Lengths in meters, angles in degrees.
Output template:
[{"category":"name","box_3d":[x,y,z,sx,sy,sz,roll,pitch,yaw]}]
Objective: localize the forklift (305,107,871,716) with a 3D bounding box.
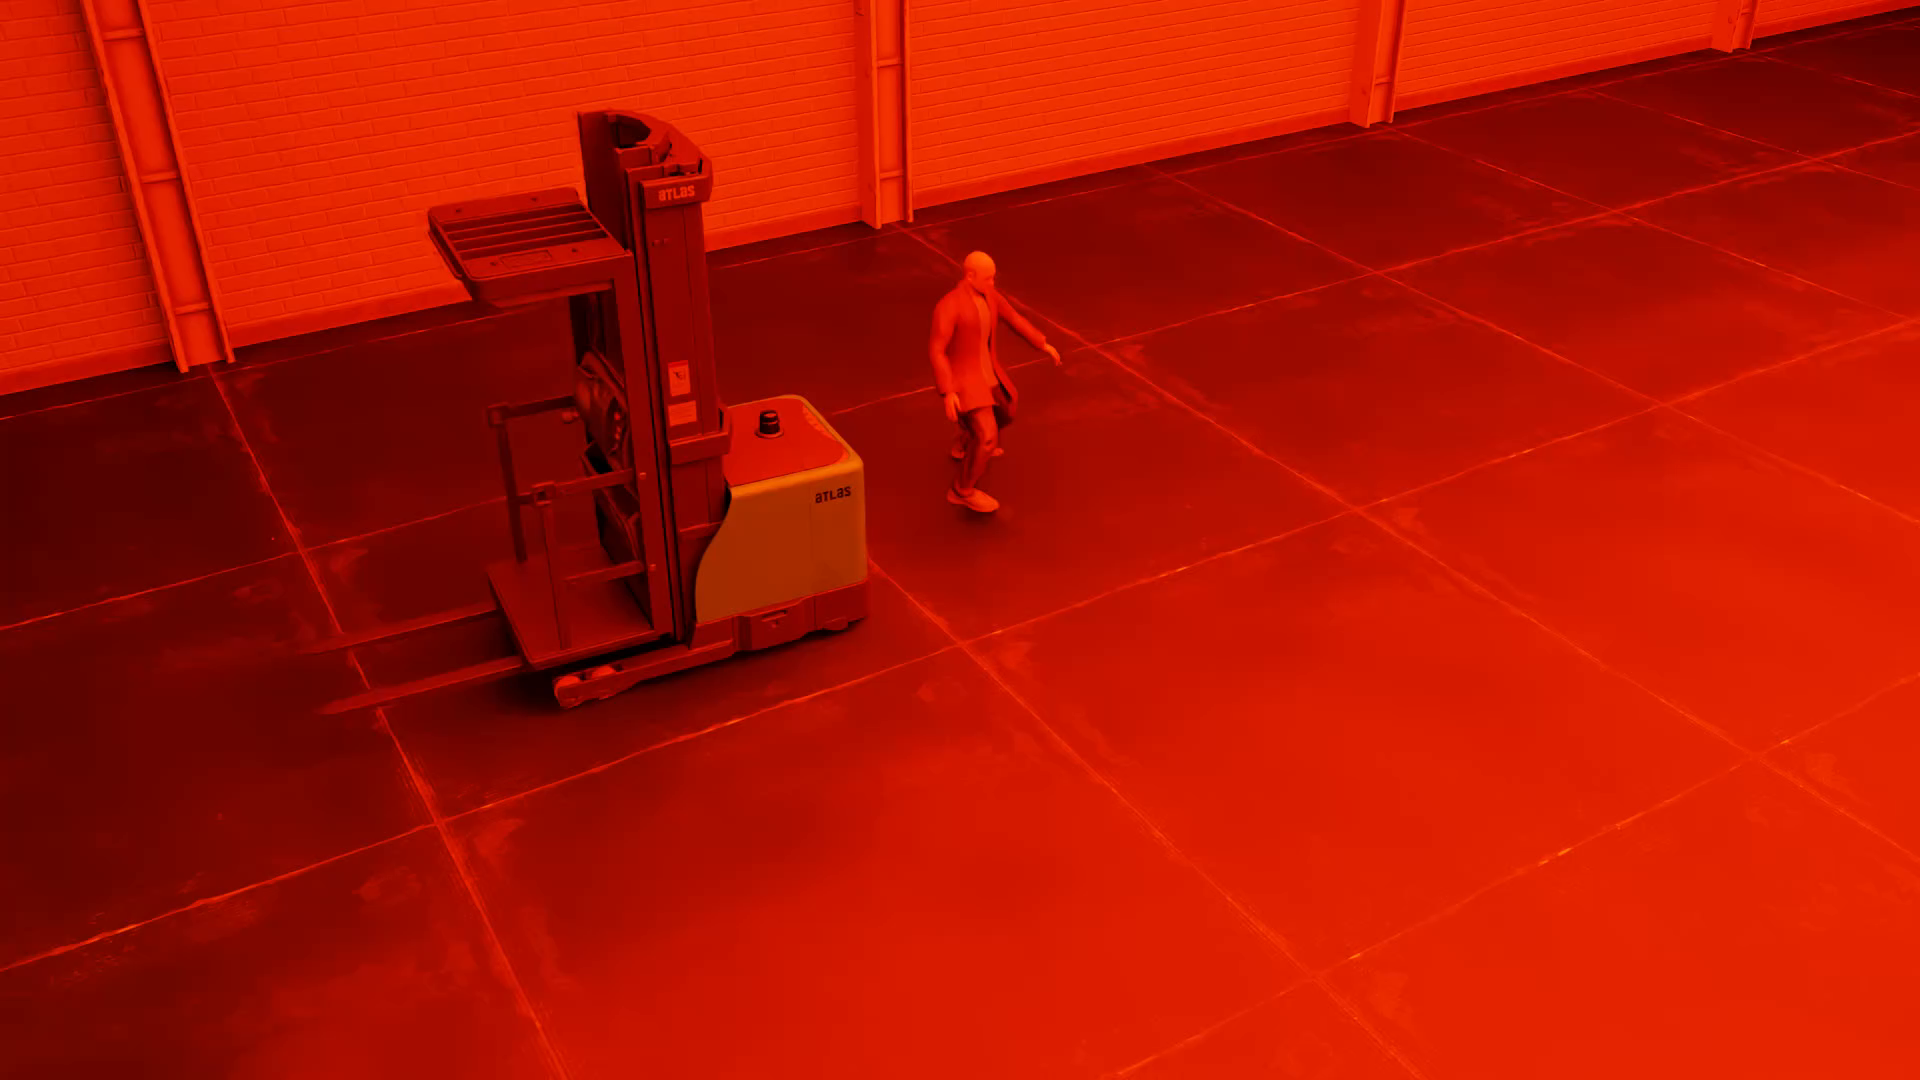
[{"category":"forklift","box_3d":[-2.072,-0.663,8.754,3.031,2.935,1.130,-14,34,-22]}]

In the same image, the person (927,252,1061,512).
[{"category":"person","box_3d":[0.152,-1.068,10.732,0.782,1.650,1.002,22,37,32]}]
